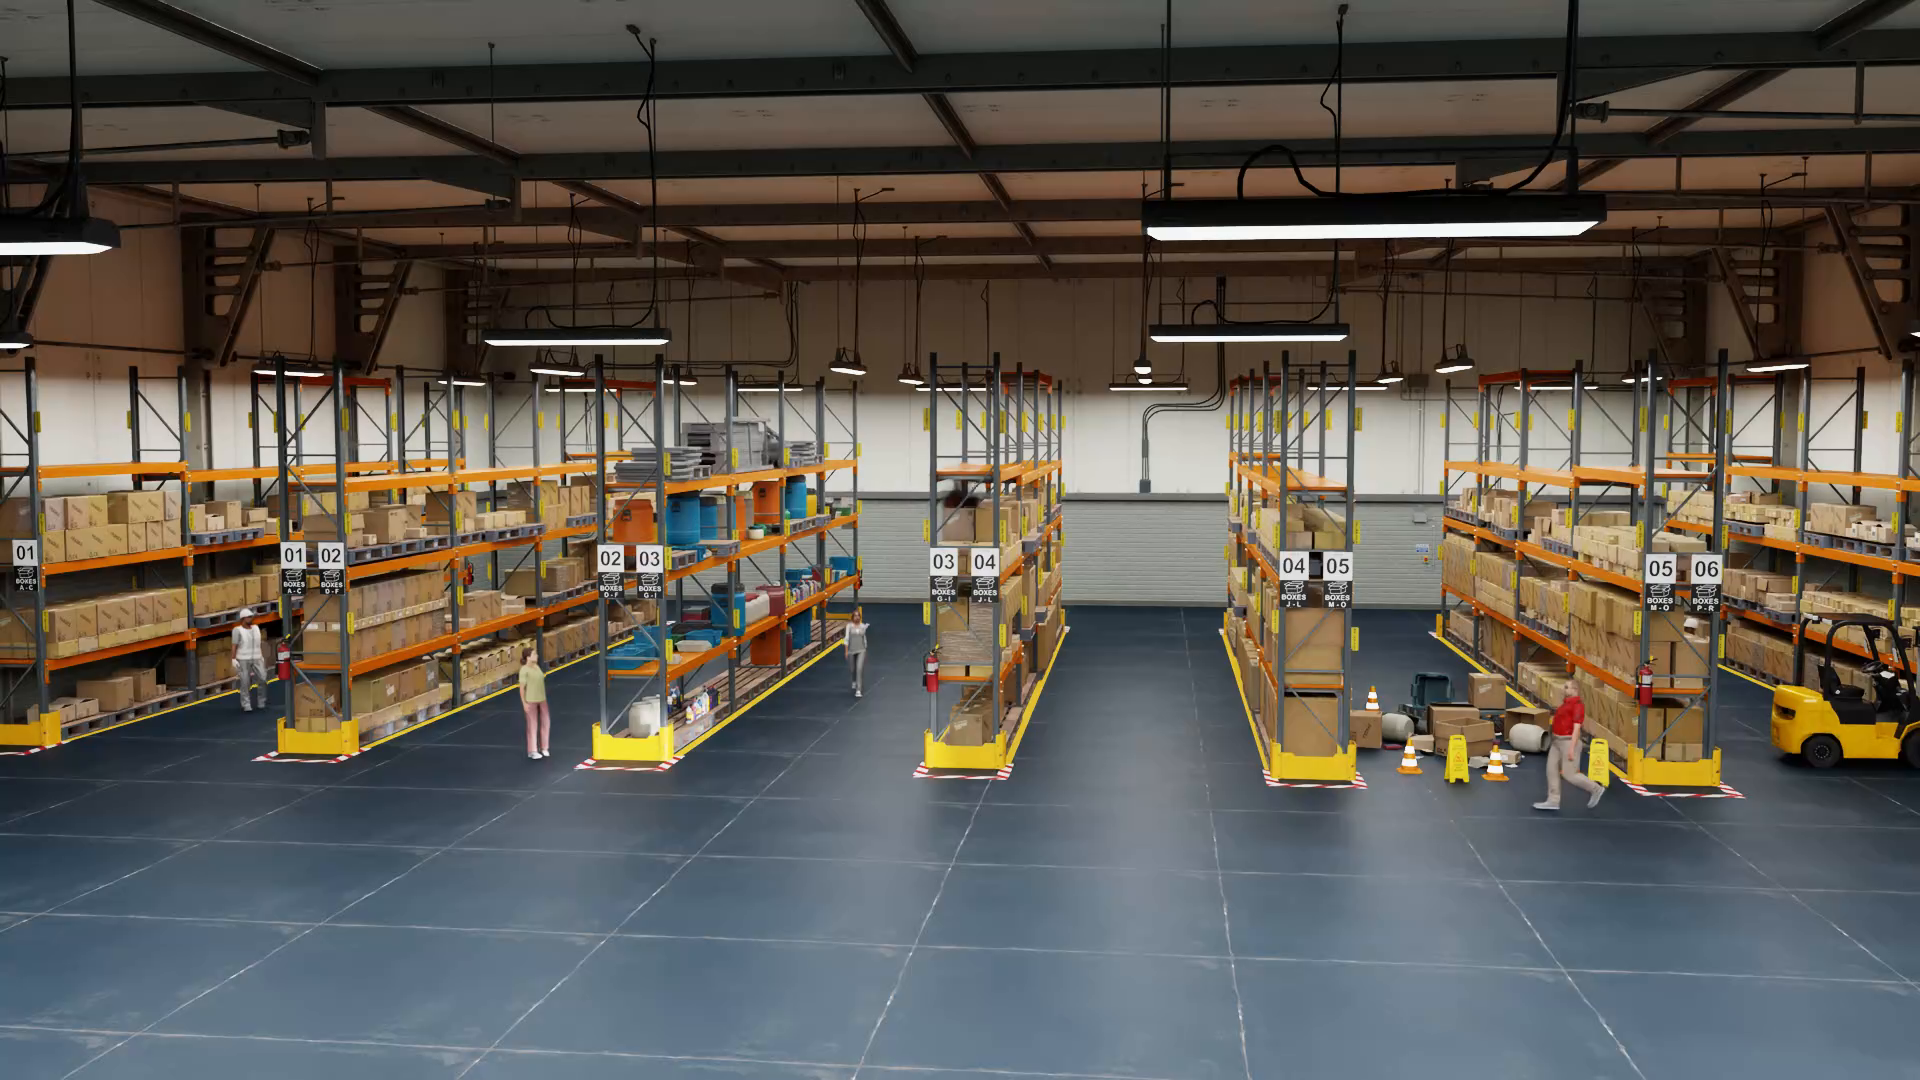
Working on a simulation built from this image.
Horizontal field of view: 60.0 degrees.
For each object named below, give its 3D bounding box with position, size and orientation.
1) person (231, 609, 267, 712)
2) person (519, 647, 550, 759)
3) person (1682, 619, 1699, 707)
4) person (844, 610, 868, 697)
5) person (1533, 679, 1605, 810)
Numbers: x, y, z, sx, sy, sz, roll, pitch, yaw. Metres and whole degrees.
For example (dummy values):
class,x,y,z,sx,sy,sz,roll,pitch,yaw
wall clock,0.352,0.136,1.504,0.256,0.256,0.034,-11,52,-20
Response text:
class,x,y,z,sx,sy,sz,roll,pitch,yaw
person,-12.348,2.083,28.859,0.606,1.781,0.469,-3,5,-39
person,-6.350,2.437,24.856,0.417,1.703,0.547,3,5,39
person,12.027,2.181,27.527,0.463,1.772,0.600,2,5,31
person,-1.907,2.062,30.534,0.434,1.548,0.823,0,4,0
person,7.840,2.634,21.355,0.797,1.699,0.534,-1,4,-9
